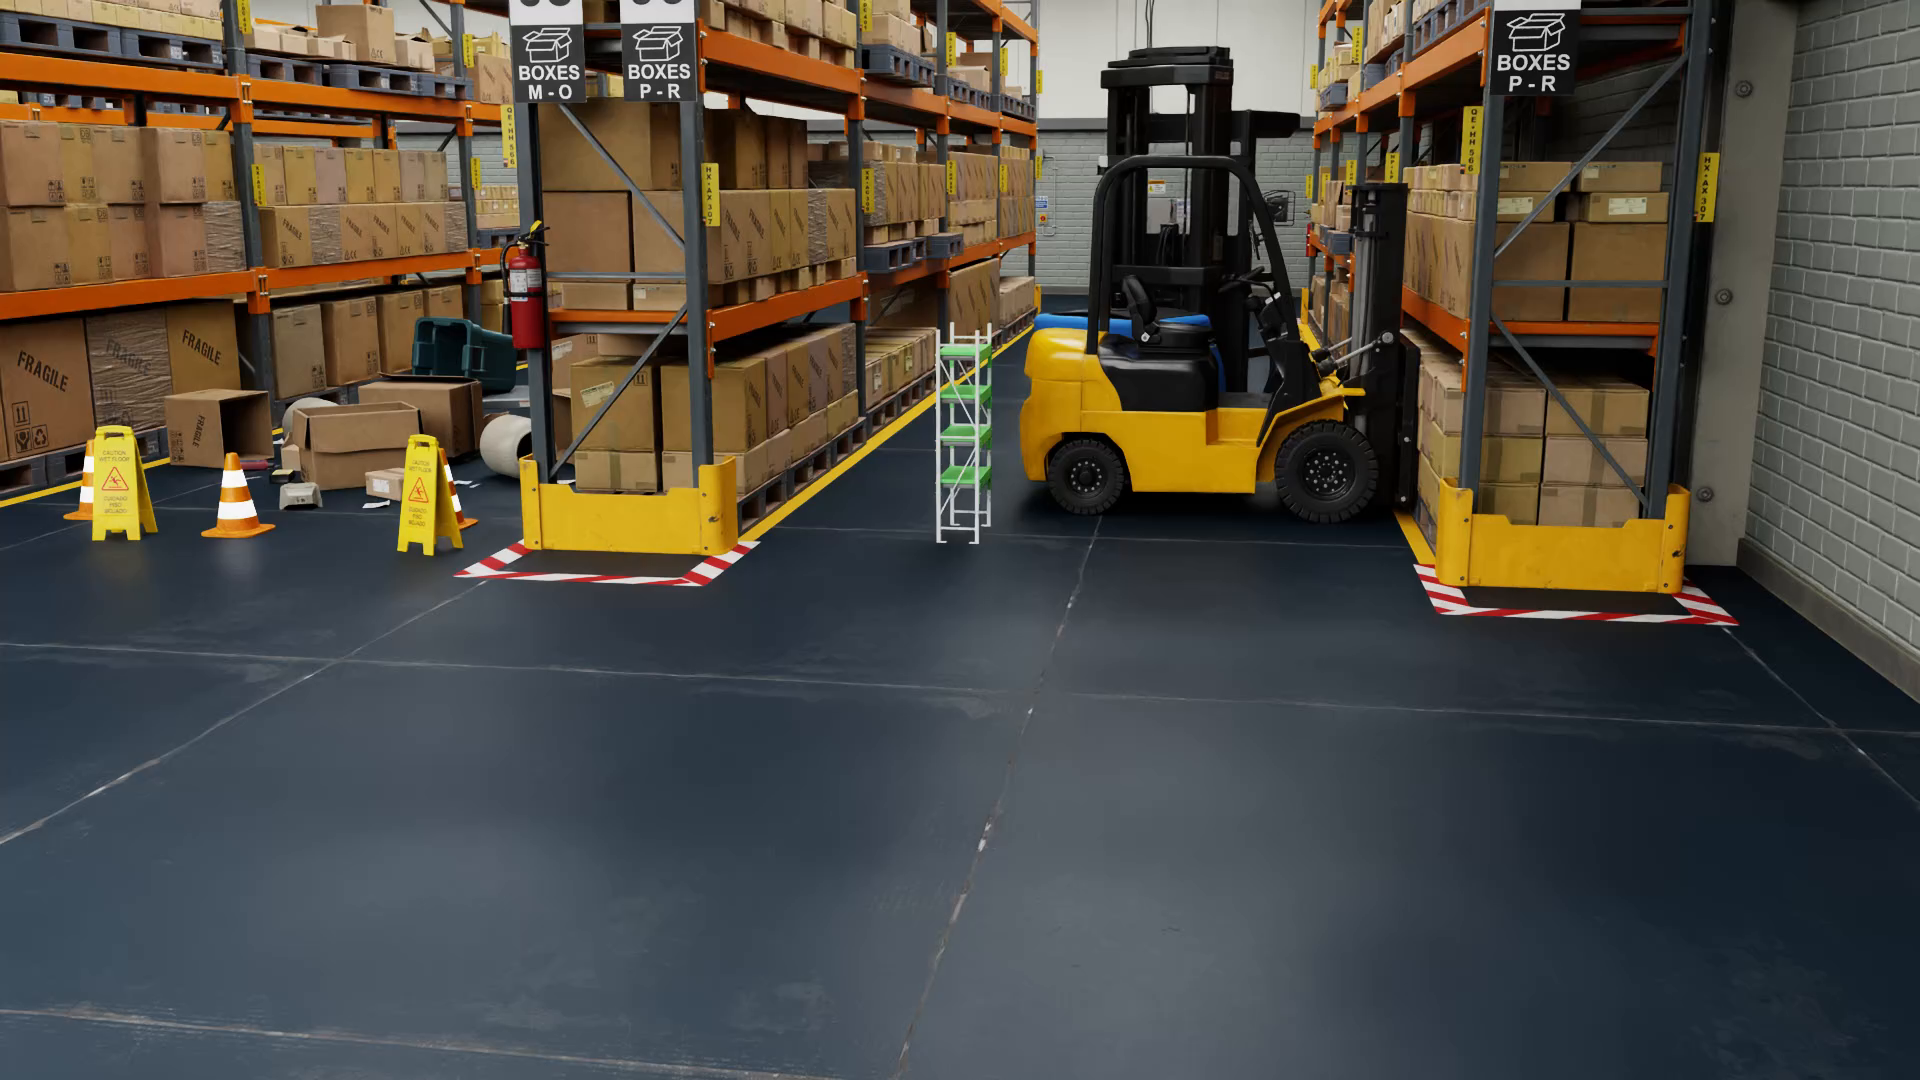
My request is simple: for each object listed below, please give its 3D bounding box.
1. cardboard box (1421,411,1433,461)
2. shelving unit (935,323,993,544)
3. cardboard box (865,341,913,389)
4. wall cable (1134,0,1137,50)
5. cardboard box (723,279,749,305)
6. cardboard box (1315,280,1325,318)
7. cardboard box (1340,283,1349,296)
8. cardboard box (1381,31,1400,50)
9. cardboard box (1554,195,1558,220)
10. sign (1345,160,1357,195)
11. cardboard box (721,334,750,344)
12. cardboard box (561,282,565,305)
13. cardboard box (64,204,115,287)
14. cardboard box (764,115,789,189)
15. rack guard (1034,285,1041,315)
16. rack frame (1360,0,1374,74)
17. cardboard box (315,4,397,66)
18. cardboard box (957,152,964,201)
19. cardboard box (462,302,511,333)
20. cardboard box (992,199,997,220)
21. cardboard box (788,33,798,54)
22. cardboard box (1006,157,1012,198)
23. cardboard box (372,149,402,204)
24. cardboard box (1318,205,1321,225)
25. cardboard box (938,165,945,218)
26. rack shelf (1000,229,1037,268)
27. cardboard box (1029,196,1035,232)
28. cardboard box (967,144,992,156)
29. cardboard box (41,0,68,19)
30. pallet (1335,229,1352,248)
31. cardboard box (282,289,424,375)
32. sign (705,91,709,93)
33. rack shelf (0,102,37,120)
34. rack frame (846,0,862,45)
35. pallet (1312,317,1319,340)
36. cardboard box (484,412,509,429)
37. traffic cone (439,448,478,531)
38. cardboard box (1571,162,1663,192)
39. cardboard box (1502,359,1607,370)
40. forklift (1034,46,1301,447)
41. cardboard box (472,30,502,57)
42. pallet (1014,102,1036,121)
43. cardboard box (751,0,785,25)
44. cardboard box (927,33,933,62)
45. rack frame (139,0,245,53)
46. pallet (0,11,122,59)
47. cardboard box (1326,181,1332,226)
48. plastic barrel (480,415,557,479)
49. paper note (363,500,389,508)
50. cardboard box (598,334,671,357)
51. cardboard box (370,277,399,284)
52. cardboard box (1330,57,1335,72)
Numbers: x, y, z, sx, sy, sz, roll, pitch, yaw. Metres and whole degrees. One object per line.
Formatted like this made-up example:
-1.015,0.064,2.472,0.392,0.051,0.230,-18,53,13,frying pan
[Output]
2.902,-0.579,9.403,0.500,0.250,0.500,2,12,8,cardboard box
0.025,-0.621,9.527,0.258,1.200,0.503,2,12,9,shelving unit
-0.951,-1.575,14.923,0.950,0.372,0.625,2,12,11,cardboard box
1.943,-8.850,29.197,2.355,3.000,0.029,2,12,9,wall cable
-1.454,-1.465,9.767,0.380,0.149,0.250,1,12,7,cardboard box
4.972,-3.164,21.993,0.500,0.500,0.500,2,12,10,cardboard box
4.582,-2.876,19.117,0.380,0.149,0.250,1,12,6,cardboard box
3.651,-4.088,13.583,0.380,0.149,0.250,2,12,8,cardboard box
3.378,-1.792,8.912,0.380,0.149,0.250,2,12,8,cardboard box
3.741,-3.466,15.897,0.100,0.325,0.005,2,12,9,sign
-1.751,-1.145,11.435,0.500,0.500,0.500,3,12,12,cardboard box
-2.081,-1.436,9.635,0.380,0.149,0.250,2,12,8,cardboard box
-6.437,-2.049,11.524,0.875,0.550,0.500,2,12,9,cardboard box
-1.624,-2.744,11.787,0.700,0.500,0.500,2,12,9,cardboard box
0.608,-3.532,24.695,1.175,0.500,0.348,2,12,9,rack guard
4.279,-5.856,15.306,1.000,3.000,0.127,2,12,9,rack frame
-5.524,-4.621,15.225,0.500,0.500,0.500,2,12,9,cardboard box
-0.242,-3.819,17.485,0.500,0.500,0.500,2,12,9,cardboard box
-5.172,-2.345,18.191,0.500,0.500,0.500,1,12,6,cardboard box
0.161,-3.987,20.045,0.500,0.250,0.500,2,12,9,cardboard box
-1.284,-3.254,10.947,0.380,0.149,0.250,2,12,10,cardboard box
0.385,-4.650,21.339,0.500,0.500,0.500,2,12,8,cardboard box
-5.765,-3.455,15.795,0.700,0.500,0.500,2,12,8,cardboard box
4.964,-4.257,21.778,0.500,0.250,0.500,2,12,7,cardboard box
-0.421,-3.379,16.114,0.500,0.500,0.500,2,12,7,cardboard box
0.297,-3.981,22.552,1.077,0.370,4.000,2,12,9,rack shelf
0.791,-4.689,23.892,0.500,0.500,0.500,2,12,9,cardboard box
0.294,-4.828,20.626,0.380,0.149,0.250,2,12,8,cardboard box
-6.161,-3.532,11.004,0.380,0.149,0.250,2,12,9,cardboard box
4.573,-3.234,17.837,1.003,0.211,1.213,2,12,9,pallet
-5.847,-2.022,16.100,1.050,0.750,0.750,2,12,10,cardboard box
-3.757,-6.765,24.543,0.100,0.325,0.005,2,12,9,sign
-10.726,-4.103,15.999,1.077,0.370,4.000,2,12,9,rack shelf
-1.241,-5.183,12.185,1.000,3.000,0.127,2,12,9,rack frame
5.186,-2.790,21.941,1.003,0.211,1.213,2,12,9,pallet
-3.487,-0.814,12.641,0.258,0.266,0.396,-7,14,-30,cardboard box
-3.065,-0.309,9.830,0.336,0.463,0.334,2,12,9,traffic cone
3.311,-1.832,8.393,0.380,0.149,0.250,2,12,8,cardboard box
3.470,-0.910,9.751,0.500,0.250,0.500,2,12,8,cardboard box
1.844,-2.170,12.604,1.130,2.935,3.031,10,16,39,forklift
-5.119,-5.295,17.767,0.396,0.266,0.258,2,12,9,cardboard box
0.500,-6.017,23.383,1.003,0.211,1.213,2,12,9,pallet
-1.374,-3.265,10.055,0.500,0.250,0.500,2,12,10,cardboard box
-0.662,-5.016,17.295,0.700,0.500,0.500,1,12,6,cardboard box
-6.148,-5.323,12.832,1.000,3.000,0.127,2,12,9,rack frame
-6.474,-3.390,11.193,1.003,0.211,1.213,2,12,9,pallet
4.519,-3.809,18.813,0.700,0.500,0.500,2,12,9,cardboard box
-3.035,-0.638,11.447,0.421,0.421,0.512,-10,16,-40,plastic barrel
-3.678,-0.228,10.478,0.148,0.019,0.142,-2,12,-11,paper note
-2.001,-1.217,10.229,0.380,0.149,0.250,2,12,10,cardboard box
-9.207,-4.101,25.447,0.875,0.875,0.875,2,12,9,cardboard box
4.363,-5.342,18.696,0.380,0.149,0.250,2,12,8,cardboard box
